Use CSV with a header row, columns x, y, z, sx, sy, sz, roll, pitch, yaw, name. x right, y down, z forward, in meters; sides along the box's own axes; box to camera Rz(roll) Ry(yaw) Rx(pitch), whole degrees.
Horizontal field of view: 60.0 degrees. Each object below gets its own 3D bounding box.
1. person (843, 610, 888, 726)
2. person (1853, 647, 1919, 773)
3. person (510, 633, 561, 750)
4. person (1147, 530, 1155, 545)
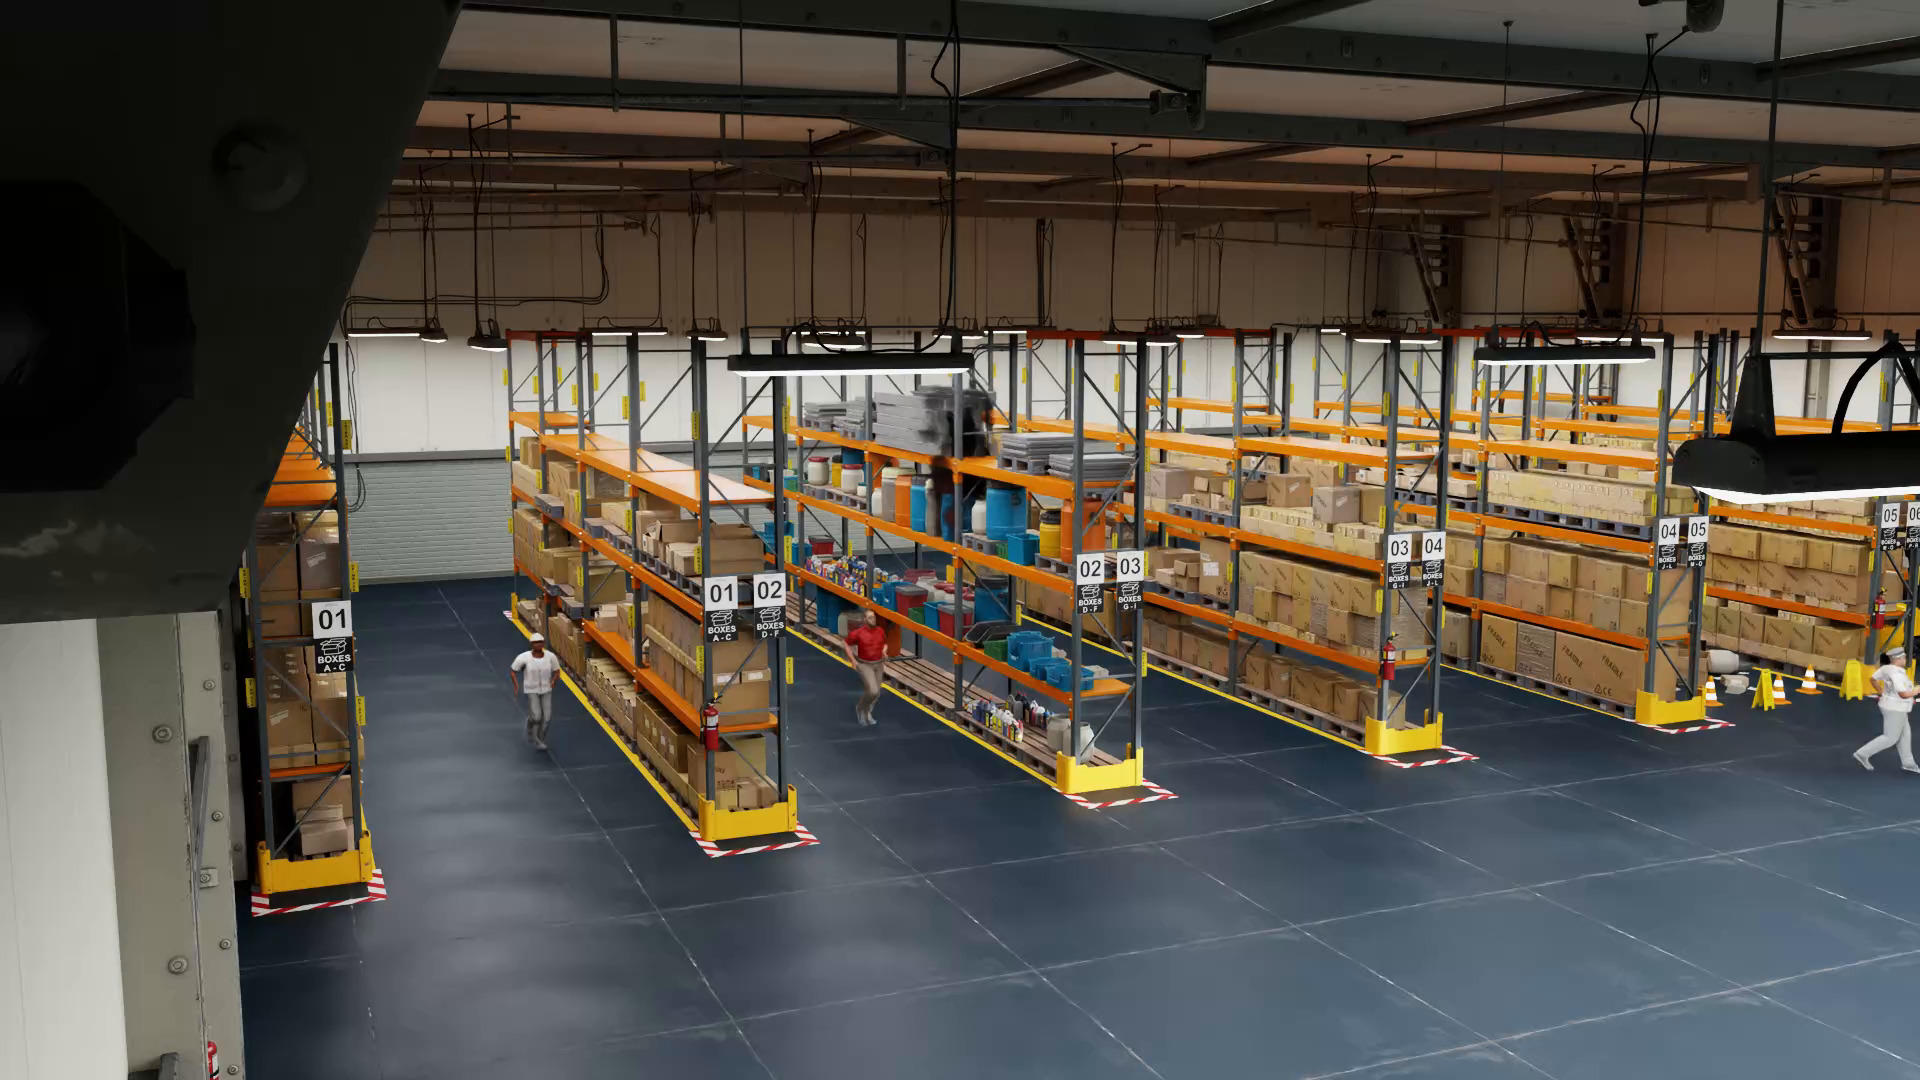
x,y,z,sx,sy,sz,roll,pitch,yaw,name
-1.295,1.896,24.415,0.651,1.724,0.602,-6,10,-37,person
12.845,2.331,22.859,0.987,1.767,0.661,2,8,15,person
-6.115,2.204,24.132,0.705,1.722,0.578,-4,9,-28,person
4.703,-0.158,41.733,0.981,1.608,0.609,-3,8,-23,person
